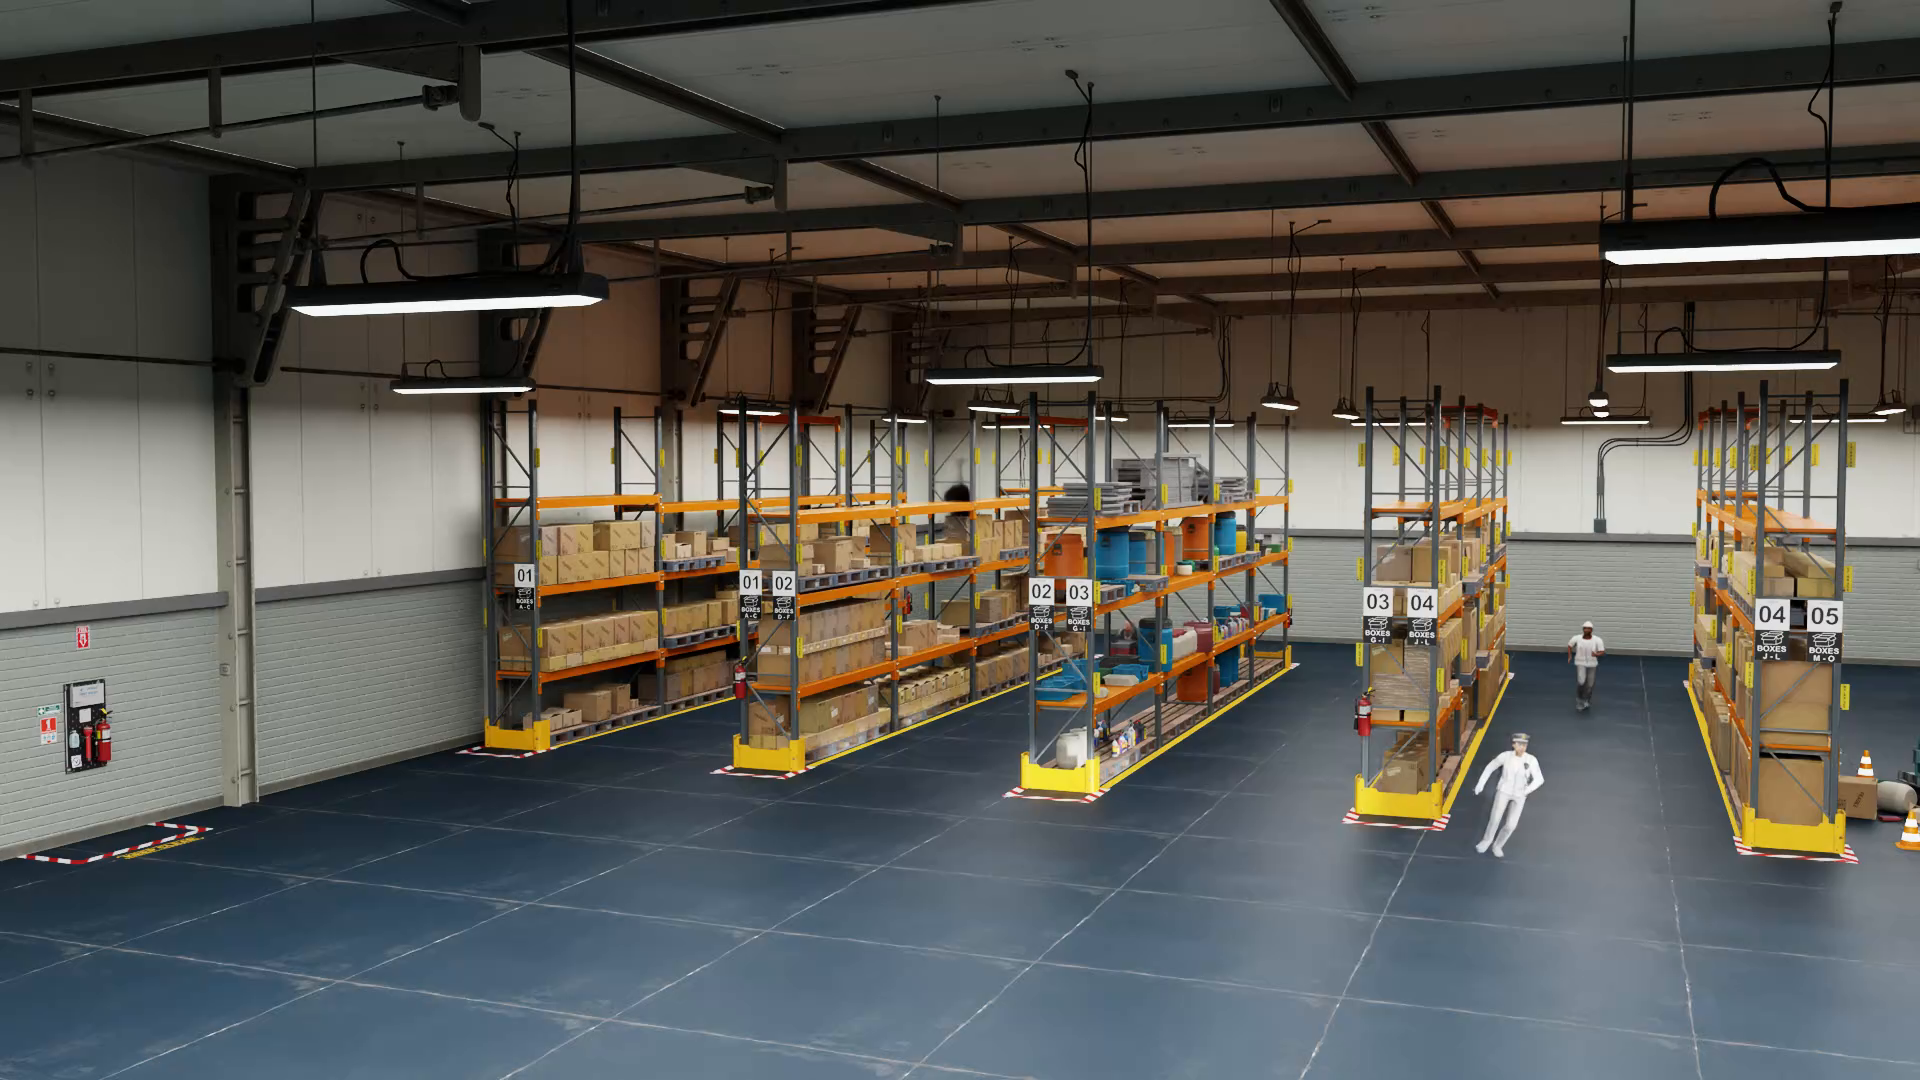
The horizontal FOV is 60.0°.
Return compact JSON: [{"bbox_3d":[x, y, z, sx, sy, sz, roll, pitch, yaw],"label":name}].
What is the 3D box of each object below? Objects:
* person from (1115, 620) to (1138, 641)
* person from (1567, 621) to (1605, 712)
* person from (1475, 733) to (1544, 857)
[{"bbox_3d":[3.524,2.480,34.668,0.642,1.653,0.719,1,3,15],"label":"person"},{"bbox_3d":[12.373,2.503,32.856,0.666,1.789,0.728,1,3,12],"label":"person"},{"bbox_3d":[6.884,3.205,20.791,0.788,1.611,0.574,0,3,9],"label":"person"}]
